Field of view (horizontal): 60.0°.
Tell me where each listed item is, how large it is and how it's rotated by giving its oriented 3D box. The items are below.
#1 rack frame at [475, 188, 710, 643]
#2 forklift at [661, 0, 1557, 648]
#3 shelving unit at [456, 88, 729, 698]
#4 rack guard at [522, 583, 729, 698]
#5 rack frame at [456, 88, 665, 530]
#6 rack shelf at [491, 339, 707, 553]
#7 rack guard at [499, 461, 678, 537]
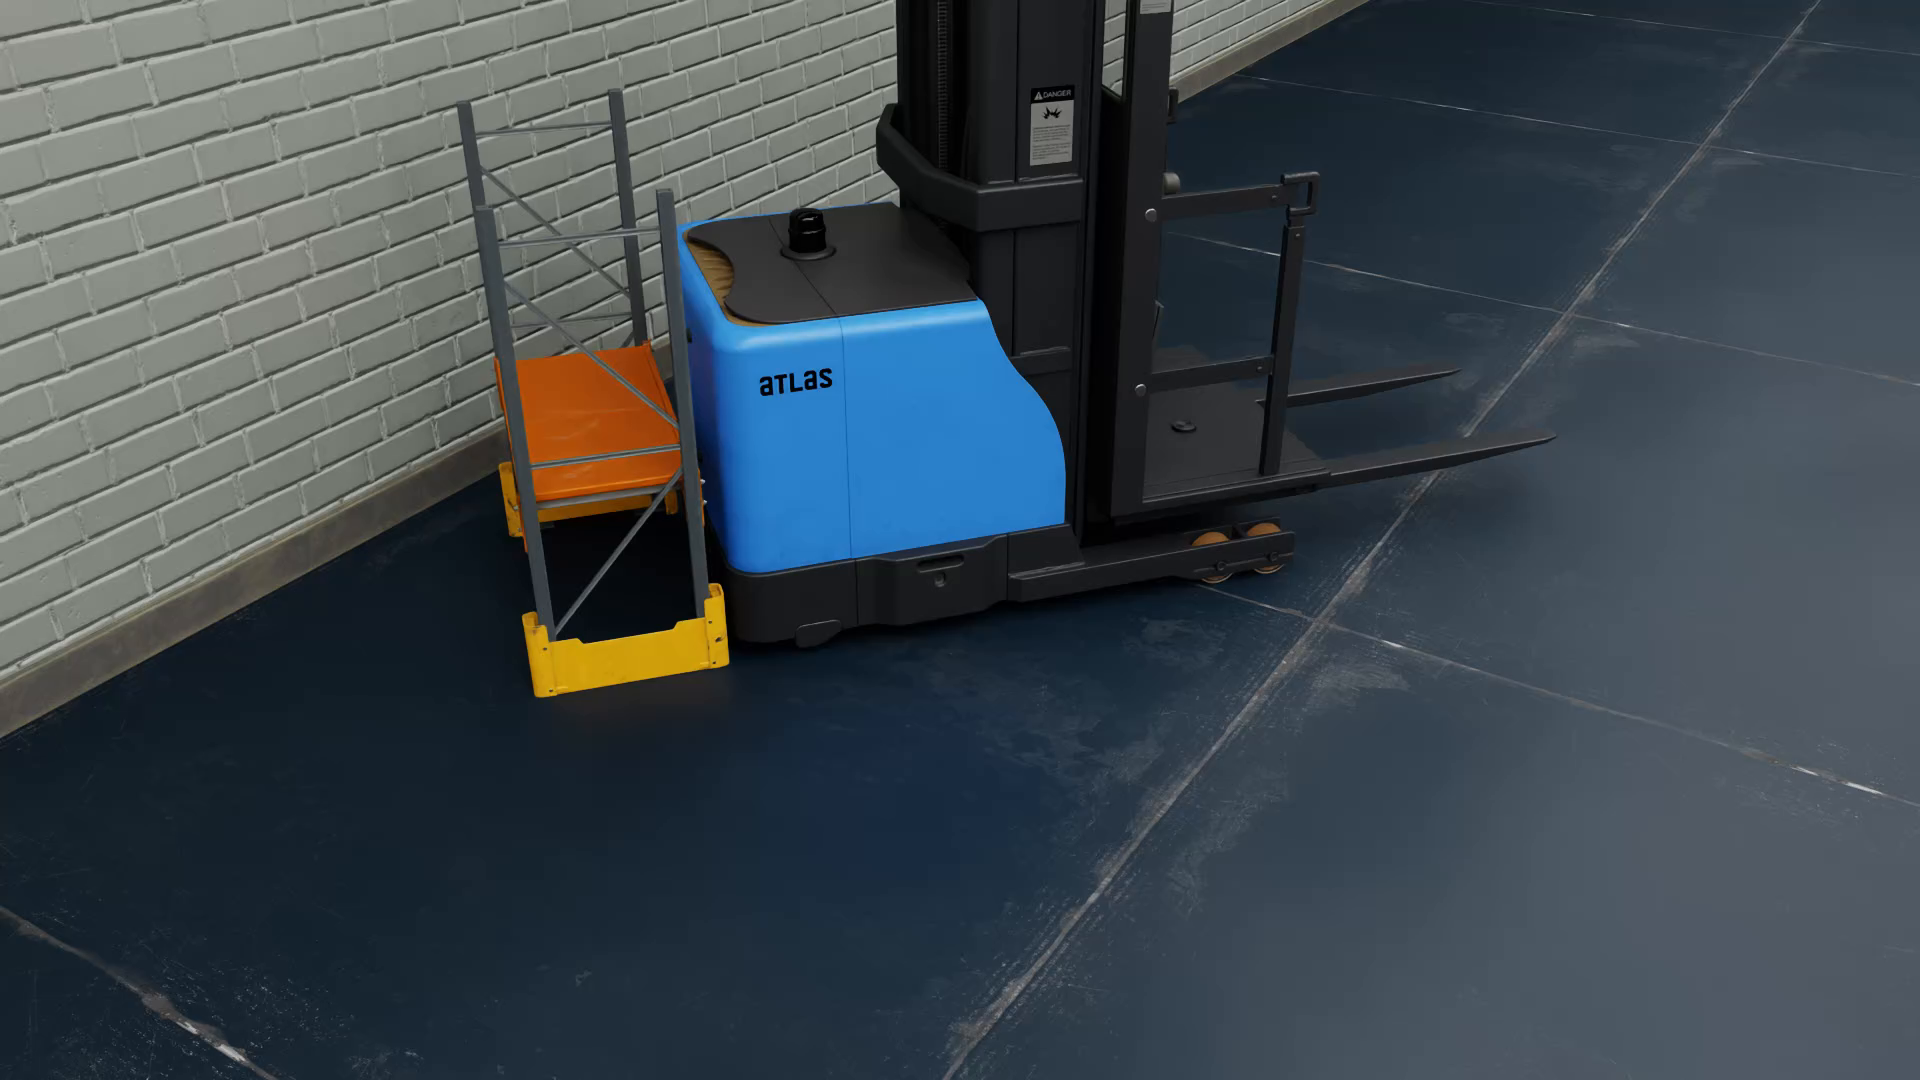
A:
[{"bbox_3d":[-0.989,-0.231,4.657,0.500,1.500,0.032,-9,31,-15],"label":"rack frame"},{"bbox_3d":[0.597,-1.366,5.182,3.031,2.935,1.130,-9,32,-16],"label":"forklift"},{"bbox_3d":[-1.144,-0.480,5.084,0.587,1.500,1.083,-9,31,-15],"label":"shelving unit"},{"bbox_3d":[-0.995,0.300,4.988,0.587,0.250,0.087,-9,31,-15],"label":"rack guard"},{"bbox_3d":[-1.292,-0.720,5.495,0.500,1.500,0.032,-9,31,-15],"label":"rack frame"},{"bbox_3d":[-1.141,-0.320,5.167,0.538,0.185,1.000,-9,31,-15],"label":"rack shelf"},{"bbox_3d":[-1.292,-0.179,5.809,0.587,0.250,0.087,-9,31,-15],"label":"rack guard"}]
